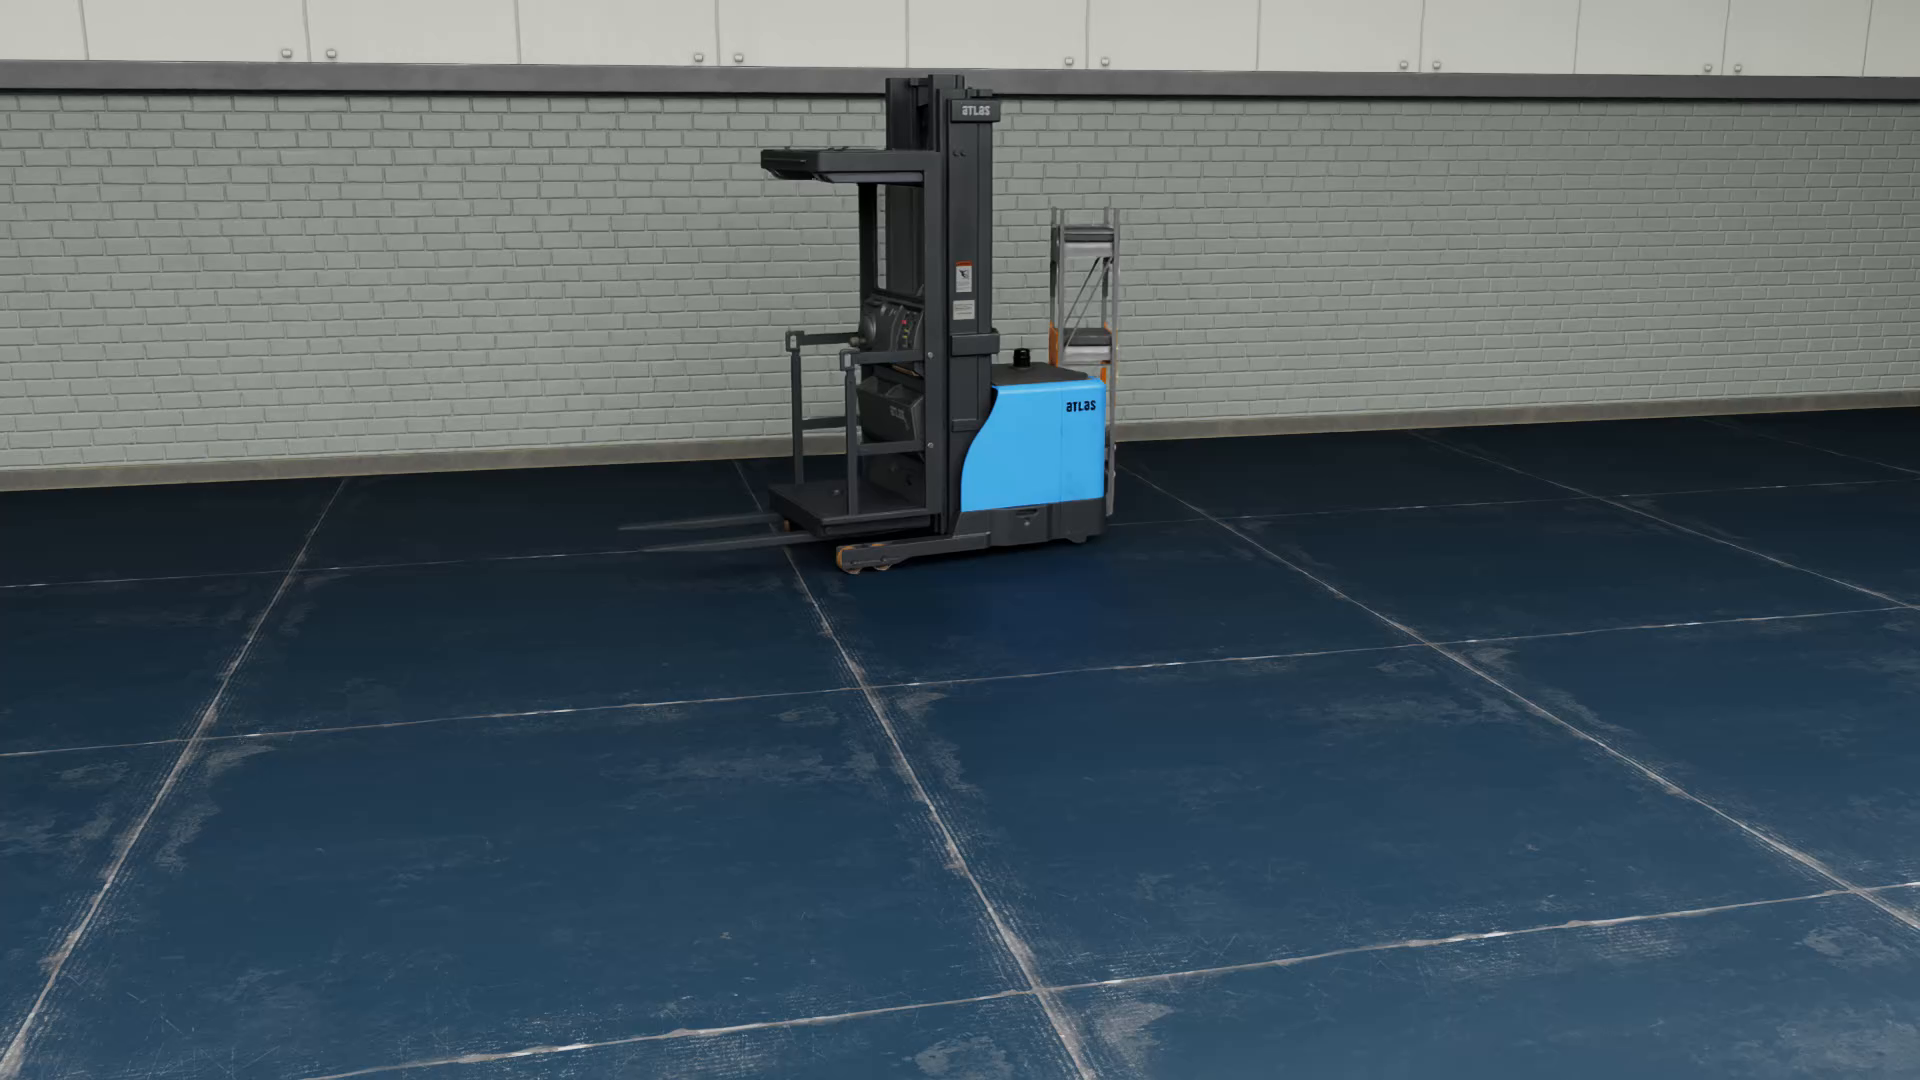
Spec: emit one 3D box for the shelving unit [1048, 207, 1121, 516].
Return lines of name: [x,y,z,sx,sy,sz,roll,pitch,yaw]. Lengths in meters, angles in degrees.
shelving unit: [0.852,-1.245,11.600,0.431,2.100,0.503,-1,14,-3]

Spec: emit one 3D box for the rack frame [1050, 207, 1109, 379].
rack frame: [0.838,-1.303,11.837,0.400,2.100,0.015,-1,14,-3]

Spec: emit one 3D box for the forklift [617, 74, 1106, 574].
forklift: [-0.613,-1.362,10.325,3.031,2.935,1.130,-6,15,-24]

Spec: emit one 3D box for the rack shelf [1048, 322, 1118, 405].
rack shelf: [0.852,-1.232,11.603,0.431,0.518,0.480,-1,14,-3]

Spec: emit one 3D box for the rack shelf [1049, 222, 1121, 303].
rack shelf: [0.852,-1.912,11.437,0.431,0.518,0.480,-1,14,-3]

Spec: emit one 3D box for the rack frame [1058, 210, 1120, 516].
rack frame: [0.867,-1.187,11.363,0.400,2.100,0.015,-1,14,-3]

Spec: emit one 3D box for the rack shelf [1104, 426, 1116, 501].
rack shelf: [0.852,-0.552,11.769,0.431,0.518,0.480,-1,14,-3]
